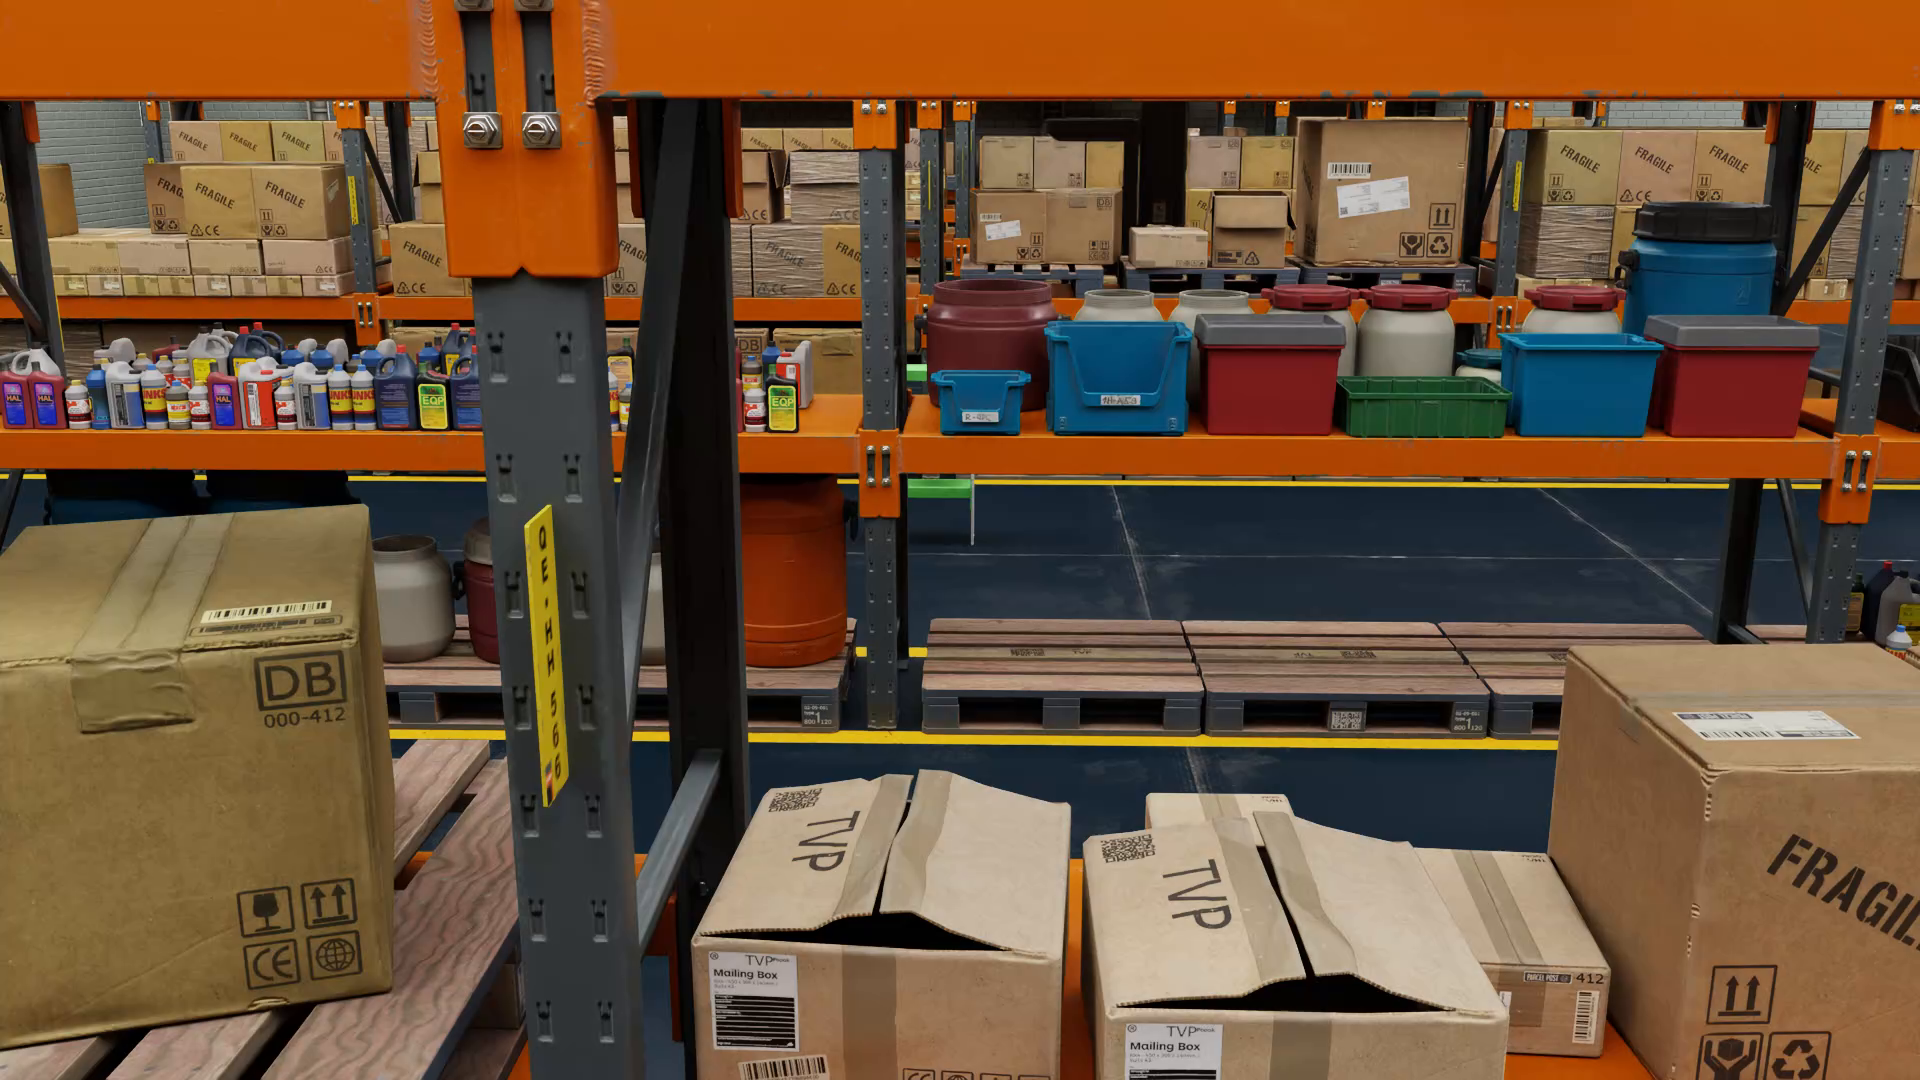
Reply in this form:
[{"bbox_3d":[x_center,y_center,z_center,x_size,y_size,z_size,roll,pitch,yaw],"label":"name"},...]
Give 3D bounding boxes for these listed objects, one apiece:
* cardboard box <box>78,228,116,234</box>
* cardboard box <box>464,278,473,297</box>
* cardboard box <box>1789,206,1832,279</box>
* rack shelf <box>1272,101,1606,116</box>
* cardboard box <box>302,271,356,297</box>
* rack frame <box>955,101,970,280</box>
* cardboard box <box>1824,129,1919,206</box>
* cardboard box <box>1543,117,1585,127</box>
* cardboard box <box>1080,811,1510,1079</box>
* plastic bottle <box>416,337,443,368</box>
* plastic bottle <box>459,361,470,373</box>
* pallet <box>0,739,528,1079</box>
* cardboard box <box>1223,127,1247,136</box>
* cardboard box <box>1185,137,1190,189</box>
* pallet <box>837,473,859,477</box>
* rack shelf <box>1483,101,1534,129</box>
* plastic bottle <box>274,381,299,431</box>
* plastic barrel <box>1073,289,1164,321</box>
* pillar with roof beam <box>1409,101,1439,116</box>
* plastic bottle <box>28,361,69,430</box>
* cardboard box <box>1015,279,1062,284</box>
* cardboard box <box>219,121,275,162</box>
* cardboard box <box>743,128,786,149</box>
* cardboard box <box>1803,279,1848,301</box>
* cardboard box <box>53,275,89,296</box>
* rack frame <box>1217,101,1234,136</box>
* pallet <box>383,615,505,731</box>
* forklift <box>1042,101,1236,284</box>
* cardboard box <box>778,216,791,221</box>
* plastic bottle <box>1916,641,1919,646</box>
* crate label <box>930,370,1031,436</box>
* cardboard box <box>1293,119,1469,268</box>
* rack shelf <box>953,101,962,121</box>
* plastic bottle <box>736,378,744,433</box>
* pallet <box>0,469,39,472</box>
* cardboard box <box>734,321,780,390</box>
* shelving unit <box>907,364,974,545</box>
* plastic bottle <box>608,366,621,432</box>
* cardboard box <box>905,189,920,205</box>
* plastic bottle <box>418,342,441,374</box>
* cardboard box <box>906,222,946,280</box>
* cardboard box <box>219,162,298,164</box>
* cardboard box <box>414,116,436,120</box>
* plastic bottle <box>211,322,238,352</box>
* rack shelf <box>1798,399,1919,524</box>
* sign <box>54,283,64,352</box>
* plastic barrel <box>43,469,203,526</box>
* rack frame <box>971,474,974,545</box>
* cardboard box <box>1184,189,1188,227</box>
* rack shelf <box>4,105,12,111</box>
[{"bbox_3d":[-6.688,-2.195,12.491,0.500,0.250,0.500,0,15,0],"label":"cardboard box"},{"bbox_3d":[-3.241,-2.019,11.915,0.500,0.500,0.500,0,15,2],"label":"cardboard box"},{"bbox_3d":[5.749,-2.158,11.859,0.500,0.500,0.875,0,15,1],"label":"cardboard box"},{"bbox_3d":[6.053,-5.605,21.233,4.000,0.370,1.077,0,15,1],"label":"rack shelf"},{"bbox_3d":[-4.510,-1.837,11.915,0.250,0.149,0.380,0,15,2],"label":"cardboard box"},{"bbox_3d":[0.030,-3.278,16.885,0.127,3.000,1.000,0,15,1],"label":"rack frame"},{"bbox_3d":[6.243,-2.584,11.514,0.500,0.500,0.500,0,15,1],"label":"cardboard box"},{"bbox_3d":[7.536,-5.112,21.098,0.500,0.500,0.700,0,15,0],"label":"cardboard box"},{"bbox_3d":[0.434,0.611,2.320,0.500,0.311,0.500,0,15,1],"label":"cardboard box"},{"bbox_3d":[-2.453,-0.802,7.730,0.133,0.283,0.061,0,15,1],"label":"plastic bottle"},{"bbox_3d":[-2.064,-0.634,7.091,0.133,0.283,0.061,0,15,1],"label":"plastic bottle"},{"bbox_3d":[-1.134,0.619,2.491,1.003,0.211,1.213,0,15,1],"label":"pallet"},{"bbox_3d":[3.592,-5.317,21.740,0.250,0.149,0.380,0,15,1],"label":"cardboard box"},{"bbox_3d":[2.008,-3.796,16.690,0.500,0.500,0.700,0,15,1],"label":"cardboard box"},{"bbox_3d":[-0.984,-0.690,12.541,1.213,0.211,1.003,0,15,1],"label":"pallet"},{"bbox_3d":[5.800,-3.077,11.654,4.000,0.370,1.077,0,15,1],"label":"rack shelf"},{"bbox_3d":[-2.829,-0.567,6.998,0.097,0.201,0.097,0,15,0],"label":"plastic bottle"},{"bbox_3d":[0.709,-0.853,7.473,0.421,0.512,0.421,0,15,0],"label":"plastic barrel"},{"bbox_3d":[7.392,-7.792,22.235,0.400,9.000,9.100,0,15,1],"label":"pillar with roof beam"},{"bbox_3d":[-3.834,-0.608,6.995,0.133,0.283,0.061,0,15,1],"label":"plastic bottle"},{"bbox_3d":[0.636,-2.367,17.017,0.750,0.750,1.050,0,15,1],"label":"cardboard box"},{"bbox_3d":[-7.021,-3.934,16.631,0.500,0.500,0.500,1,15,3],"label":"cardboard box"},{"bbox_3d":[-2.501,-5.023,21.342,0.500,0.500,0.500,0,15,0],"label":"cardboard box"},{"bbox_3d":[6.007,-1.773,11.671,0.250,0.149,0.380,0,15,1],"label":"cardboard box"},{"bbox_3d":[-6.311,-1.848,11.959,0.250,0.149,0.380,0,15,0],"label":"cardboard box"},{"bbox_3d":[4.177,-5.781,26.372,0.127,3.000,1.000,0,15,1],"label":"rack frame"},{"bbox_3d":[-2.330,0.594,7.674,1.213,0.211,1.003,0,15,1],"label":"pallet"},{"bbox_3d":[1.223,-2.598,14.443,3.031,2.935,1.130,2,15,7],"label":"forklift"},{"bbox_3d":[-1.193,-2.138,12.366,0.500,0.500,0.500,0,15,0],"label":"cardboard box"},{"bbox_3d":[4.083,0.530,7.074,0.097,0.201,0.097,0,15,0],"label":"plastic bottle"},{"bbox_3d":[0.087,-0.572,6.955,0.416,0.233,0.303,0,15,1],"label":"crate label"},{"bbox_3d":[3.010,-2.522,12.019,1.000,1.000,1.000,0,15,2],"label":"cardboard box"},{"bbox_3d":[-1.970,-4.394,16.644,4.000,0.370,1.077,0,15,1],"label":"rack shelf"},{"bbox_3d":[-0.971,-0.590,6.924,0.133,0.283,0.061,0,15,1],"label":"plastic bottle"},{"bbox_3d":[-7.394,-0.732,12.703,1.213,0.211,1.003,0,15,1],"label":"pallet"},{"bbox_3d":[-1.778,-1.207,12.378,0.875,0.875,1.225,0,15,2],"label":"cardboard box"},{"bbox_3d":[-0.165,-0.581,10.191,0.503,1.200,0.258,0,15,1],"label":"shelving unit"},{"bbox_3d":[-1.475,-0.592,6.956,0.097,0.271,0.097,0,15,0],"label":"plastic bottle"},{"bbox_3d":[-0.476,-3.391,16.398,0.250,0.149,0.380,1,15,3],"label":"cardboard box"},{"bbox_3d":[-2.437,-0.776,7.655,0.097,0.271,0.097,0,15,0],"label":"plastic bottle"},{"bbox_3d":[-0.633,-3.743,21.987,0.875,0.875,0.875,0,15,1],"label":"cardboard box"},{"bbox_3d":[-5.161,-2.547,12.356,0.500,0.500,0.500,0,15,1],"label":"cardboard box"},{"bbox_3d":[-6.810,-5.354,21.327,0.250,0.149,0.380,0,15,0],"label":"cardboard box"},{"bbox_3d":[-3.396,-0.831,7.705,0.185,0.351,0.144,0,15,1],"label":"plastic bottle"},{"bbox_3d":[5.673,-0.364,7.250,4.000,0.370,1.077,0,15,1],"label":"rack shelf"},{"bbox_3d":[-4.307,-1.051,7.901,0.005,0.325,0.100,0,15,1],"label":"sign"},{"bbox_3d":[-3.780,0.043,7.589,0.708,0.901,0.600,0,15,1],"label":"plastic barrel"},{"bbox_3d":[0.078,-0.580,10.185,0.015,1.200,0.240,0,15,1],"label":"rack frame"},{"bbox_3d":[1.982,-3.245,16.563,0.500,0.500,0.500,0,15,1],"label":"cardboard box"},{"bbox_3d":[-6.323,-1.892,7.163,4.000,0.370,1.077,0,15,1],"label":"rack shelf"}]
